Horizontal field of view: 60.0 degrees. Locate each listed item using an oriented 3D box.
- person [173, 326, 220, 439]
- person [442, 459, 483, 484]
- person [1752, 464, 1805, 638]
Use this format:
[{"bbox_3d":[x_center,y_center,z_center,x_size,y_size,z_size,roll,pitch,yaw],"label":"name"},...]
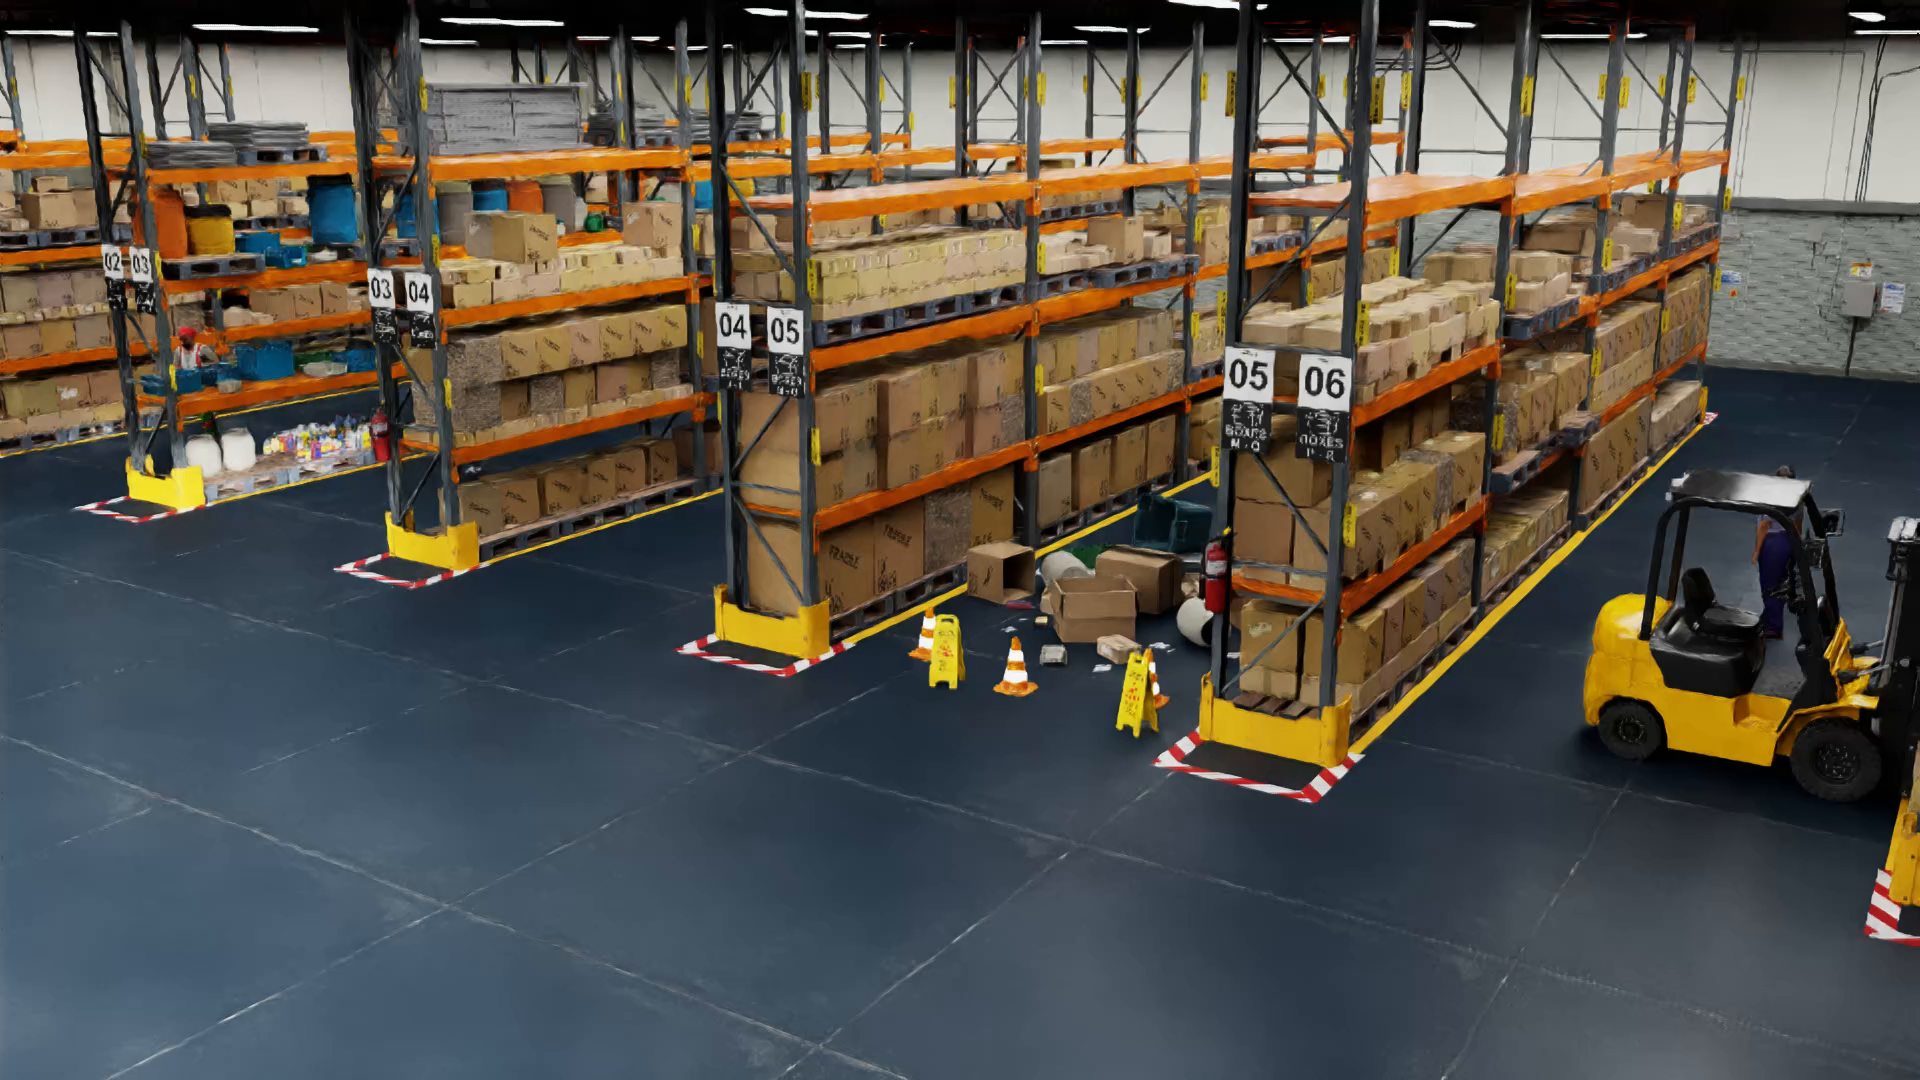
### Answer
[{"bbox_3d":[-11.018,-2.263,24.106,0.686,1.716,0.829,4,16,15],"label":"person"},{"bbox_3d":[-6.633,-1.544,21.858,0.402,1.533,0.947,7,17,23],"label":"person"},{"bbox_3d":[7.749,0.090,15.827,0.583,1.622,0.552,-9,18,-28],"label":"person"}]
